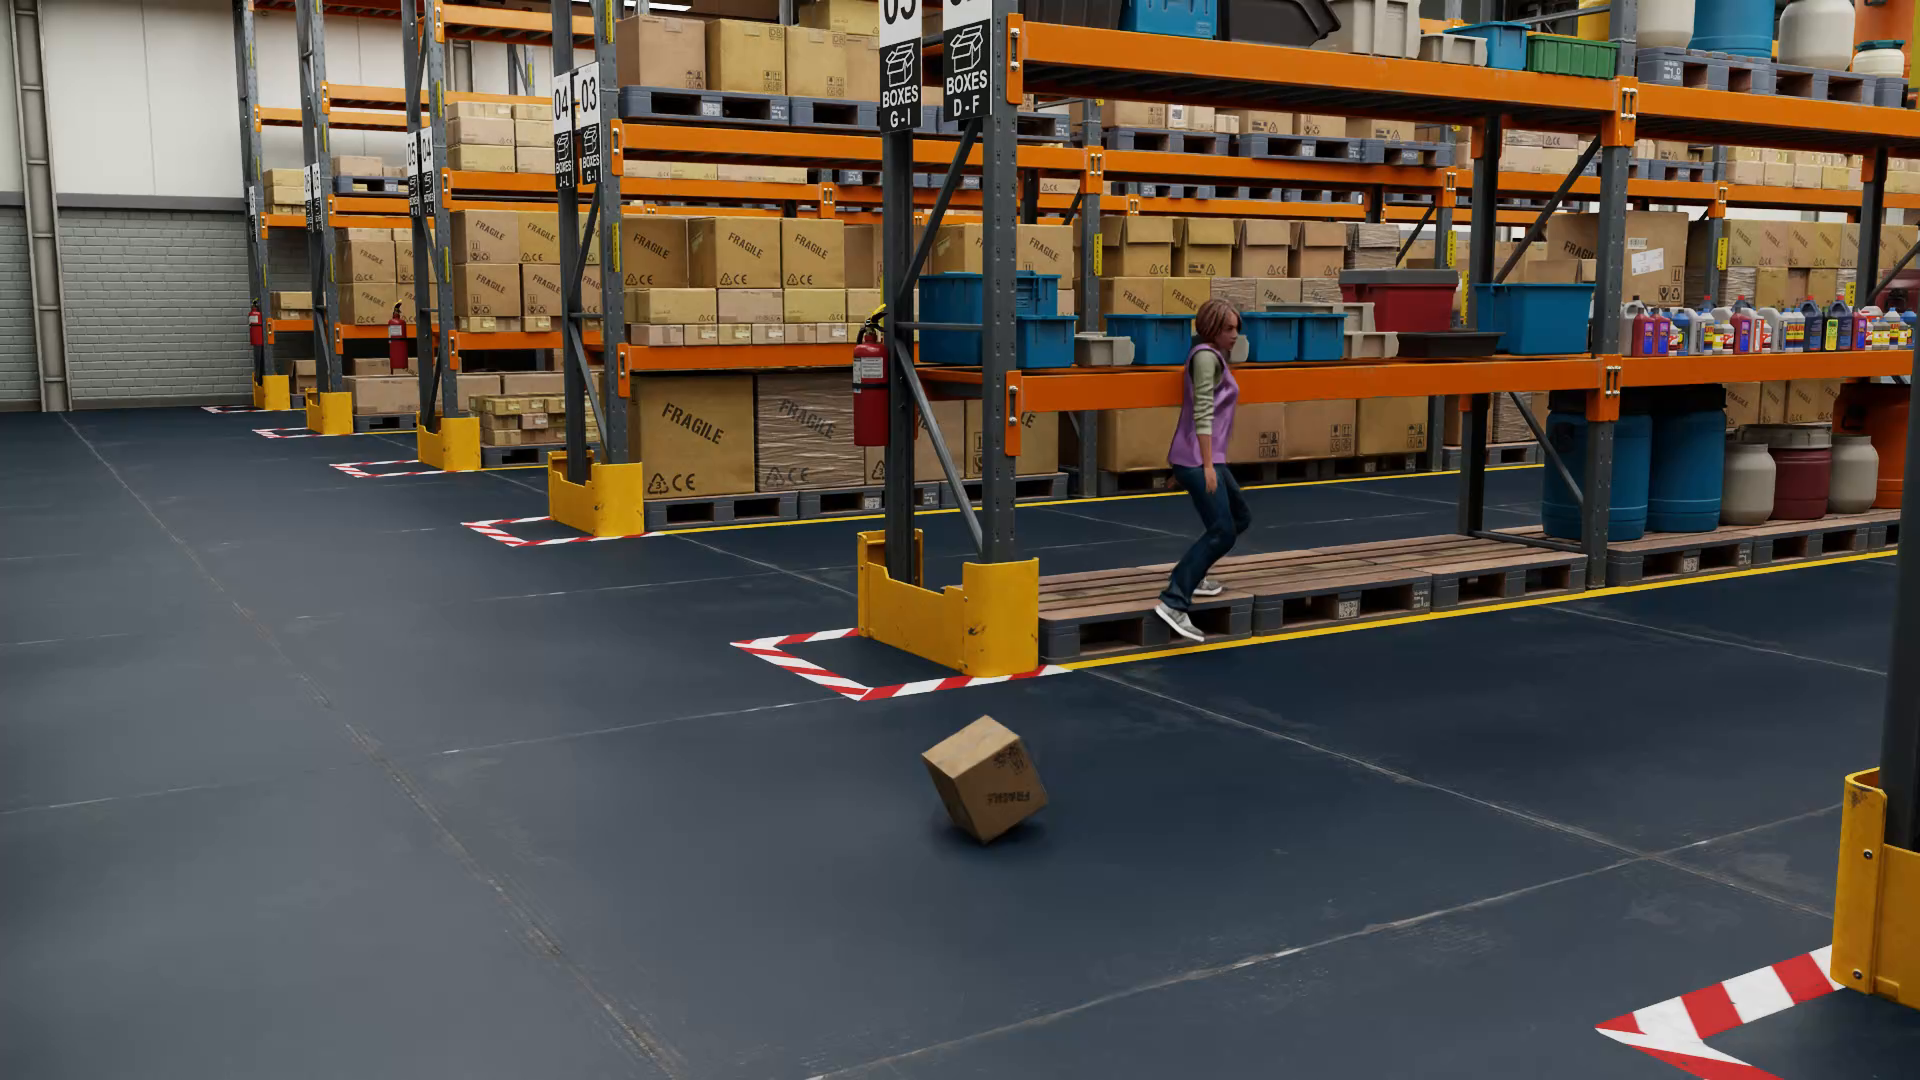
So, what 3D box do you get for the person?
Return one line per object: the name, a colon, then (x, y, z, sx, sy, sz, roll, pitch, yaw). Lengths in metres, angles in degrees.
person: (1.153, -0.334, 7.807, 0.447, 1.579, 0.492, 1, 8, 8)
